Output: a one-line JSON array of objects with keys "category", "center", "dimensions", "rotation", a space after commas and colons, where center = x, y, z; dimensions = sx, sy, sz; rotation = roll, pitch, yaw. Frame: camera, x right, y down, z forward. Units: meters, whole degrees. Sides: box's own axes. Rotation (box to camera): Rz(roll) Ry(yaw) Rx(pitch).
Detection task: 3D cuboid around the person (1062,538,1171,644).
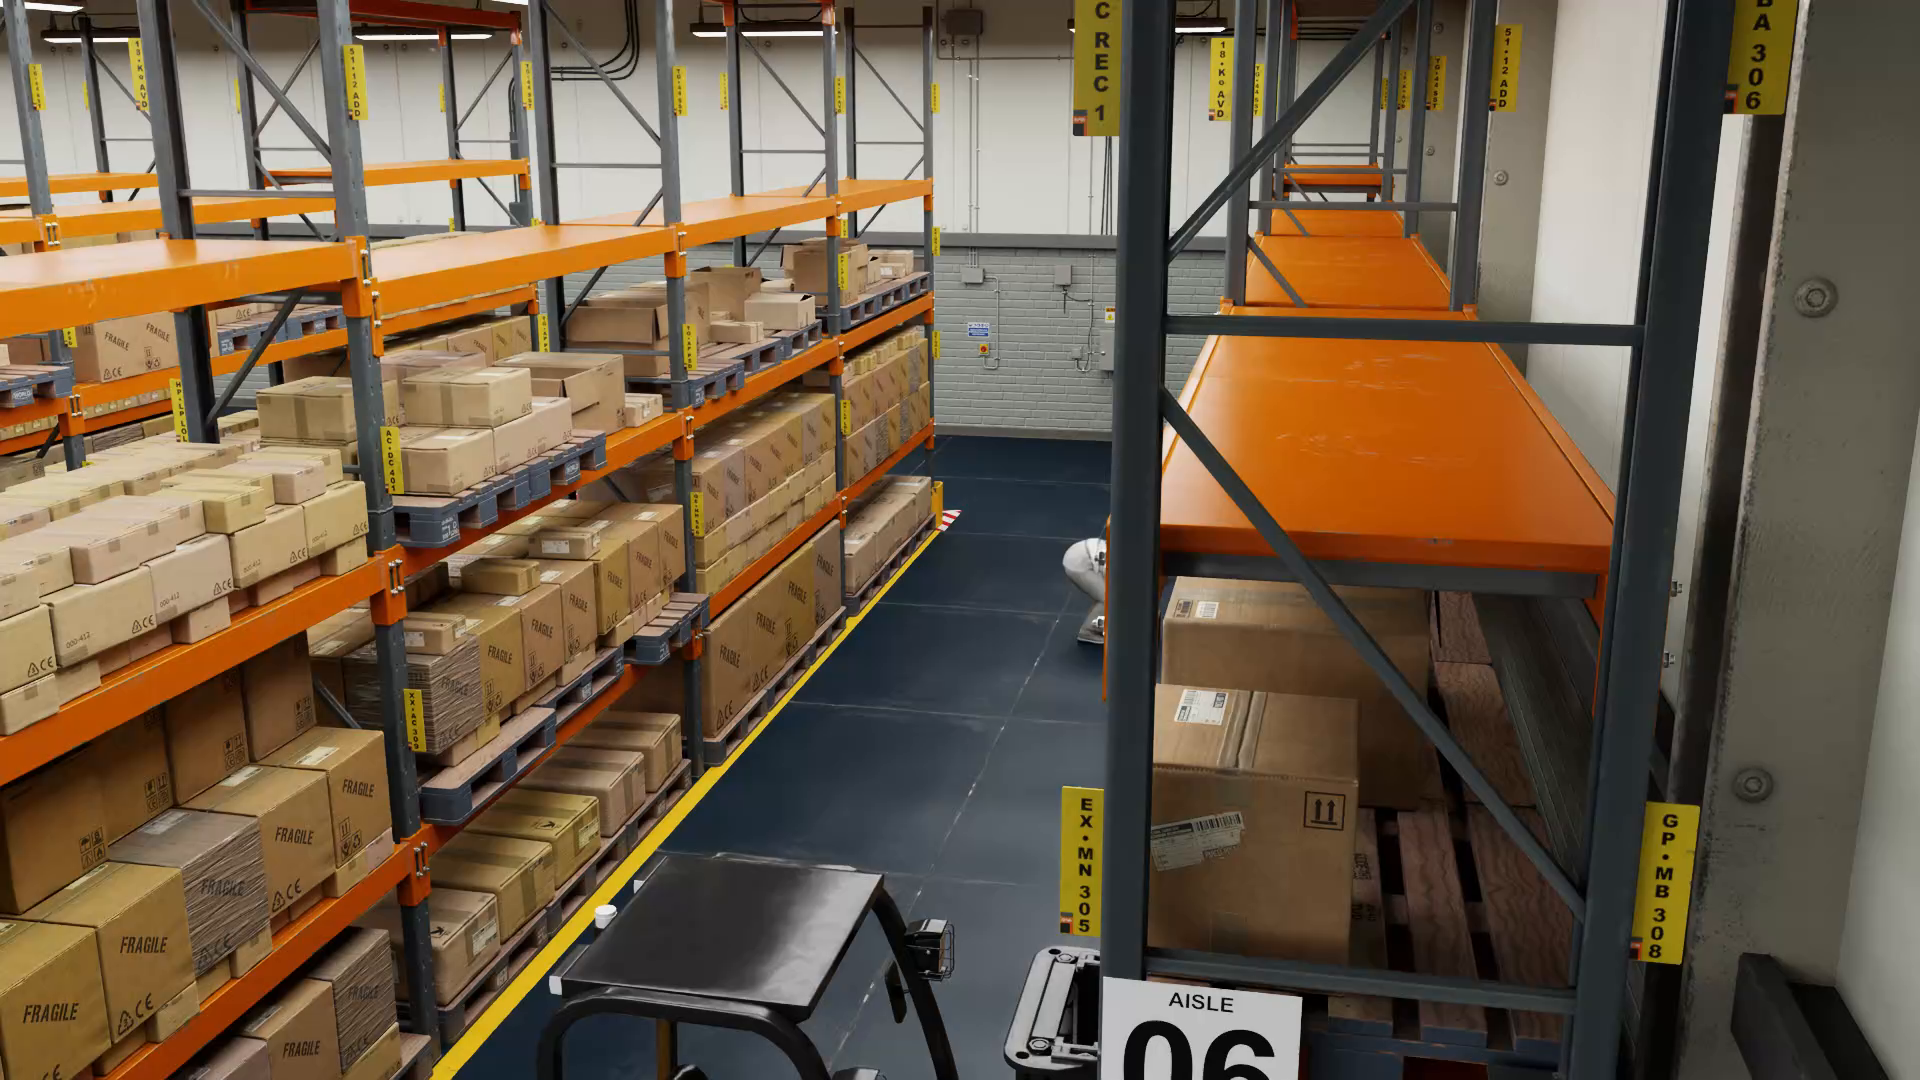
[{"category": "person", "center": [1.480, 0.477, 15.724], "dimensions": [1.021, 0.967, 0.538], "rotation": [2, 15, 9]}]
